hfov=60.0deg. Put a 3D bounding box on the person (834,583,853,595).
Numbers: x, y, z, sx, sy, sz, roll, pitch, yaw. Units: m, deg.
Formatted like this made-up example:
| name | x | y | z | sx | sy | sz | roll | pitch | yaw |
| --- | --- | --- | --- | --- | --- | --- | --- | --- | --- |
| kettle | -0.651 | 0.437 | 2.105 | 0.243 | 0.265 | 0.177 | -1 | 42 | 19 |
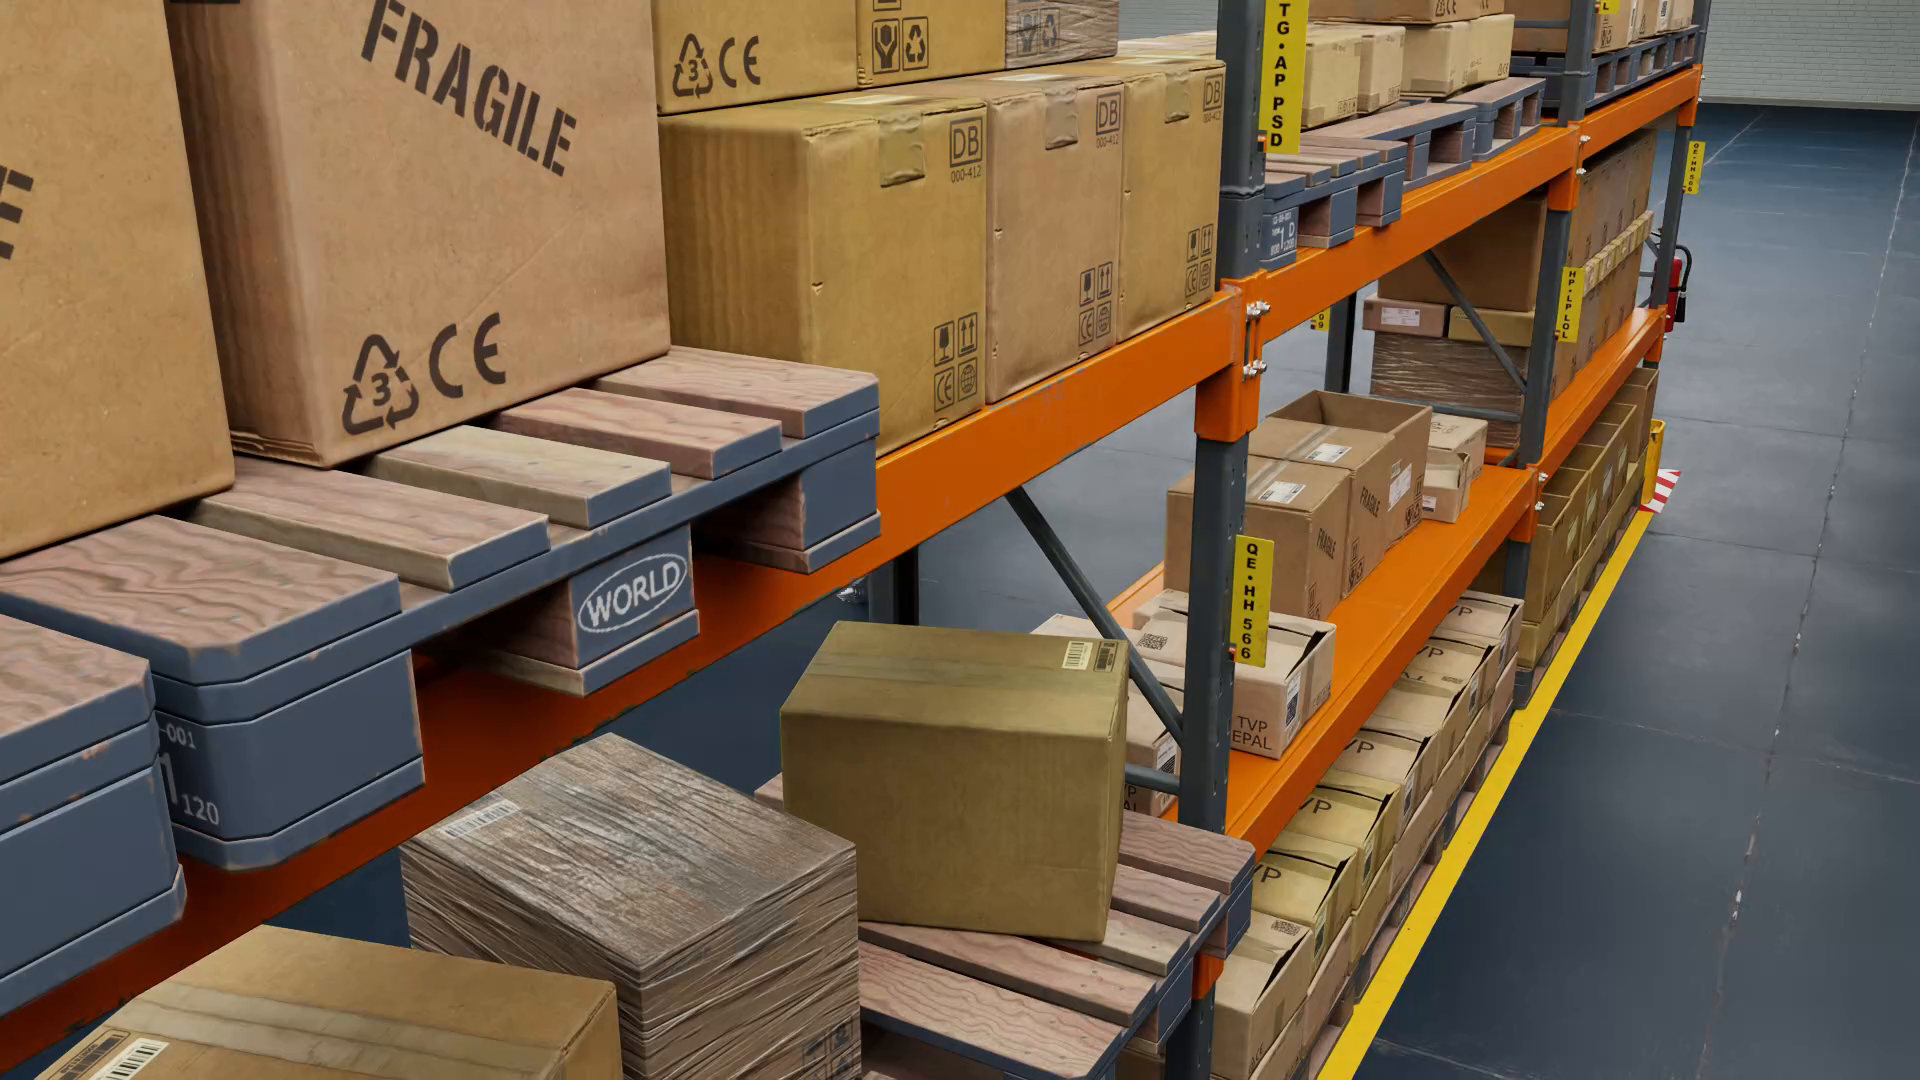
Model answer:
| name | x | y | z | sx | sy | sz | roll | pitch | yaw |
| --- | --- | --- | --- | --- | --- | --- | --- | --- | --- |
| person | -0.545 | -0.415 | 9.272 | 0.457 | 1.630 | 0.411 | -4 | 20 | -12 |
